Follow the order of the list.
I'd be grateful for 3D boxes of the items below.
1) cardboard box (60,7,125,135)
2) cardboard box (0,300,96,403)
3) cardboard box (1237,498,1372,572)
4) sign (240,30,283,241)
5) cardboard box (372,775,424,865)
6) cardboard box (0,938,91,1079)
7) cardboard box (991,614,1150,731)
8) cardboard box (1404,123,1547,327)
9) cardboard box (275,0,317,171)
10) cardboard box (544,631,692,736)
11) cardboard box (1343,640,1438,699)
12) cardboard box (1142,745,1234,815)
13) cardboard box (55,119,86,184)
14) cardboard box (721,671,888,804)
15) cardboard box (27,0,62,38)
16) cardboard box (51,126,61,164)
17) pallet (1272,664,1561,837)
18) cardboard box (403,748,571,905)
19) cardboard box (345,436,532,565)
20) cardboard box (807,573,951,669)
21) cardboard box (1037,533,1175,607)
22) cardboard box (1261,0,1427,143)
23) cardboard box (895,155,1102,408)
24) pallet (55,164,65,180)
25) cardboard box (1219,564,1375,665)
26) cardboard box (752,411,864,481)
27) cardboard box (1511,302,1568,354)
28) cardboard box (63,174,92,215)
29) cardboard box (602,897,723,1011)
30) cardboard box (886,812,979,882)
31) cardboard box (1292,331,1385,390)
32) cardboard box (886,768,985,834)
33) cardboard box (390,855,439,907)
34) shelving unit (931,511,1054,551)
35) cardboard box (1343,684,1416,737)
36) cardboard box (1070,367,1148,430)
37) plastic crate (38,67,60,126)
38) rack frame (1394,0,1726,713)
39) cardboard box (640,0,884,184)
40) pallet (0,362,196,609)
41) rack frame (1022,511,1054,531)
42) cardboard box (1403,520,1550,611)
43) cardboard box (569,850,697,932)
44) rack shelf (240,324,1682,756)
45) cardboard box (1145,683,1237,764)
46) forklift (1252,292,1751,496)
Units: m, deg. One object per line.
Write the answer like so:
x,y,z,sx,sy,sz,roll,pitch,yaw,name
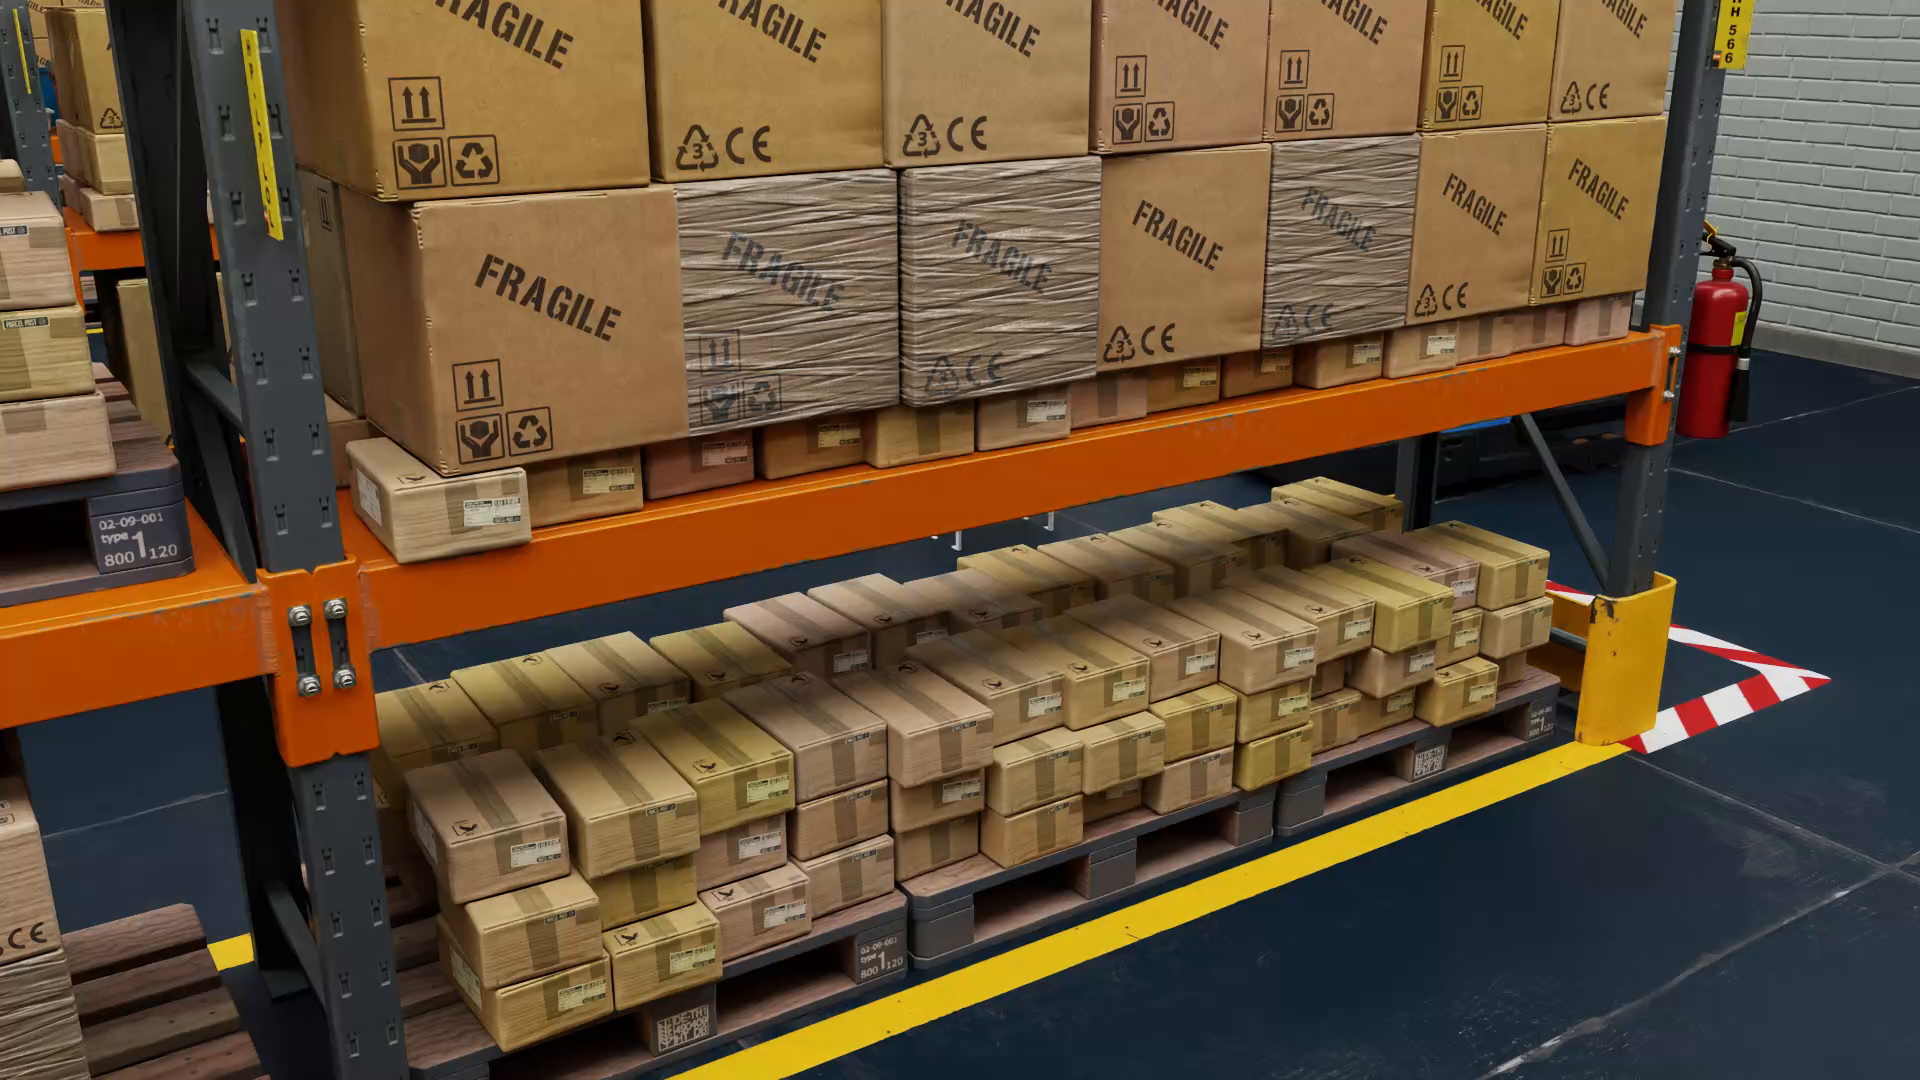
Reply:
-3.536,-2.036,7.183,0.500,0.500,0.500,-12,22,-31,cardboard box
-1.657,-0.349,2.865,0.250,0.149,0.380,-11,22,-30,cardboard box
1.119,-0.003,5.438,0.250,0.149,0.380,-11,22,-30,cardboard box
-1.125,-0.651,2.680,0.005,0.325,0.100,-12,22,-31,sign
-1.345,0.619,4.060,0.250,0.149,0.380,-11,22,-30,cardboard box
-1.913,0.932,3.051,0.500,0.500,0.500,-12,22,-32,cardboard box
0.287,0.345,4.407,0.250,0.149,0.380,-12,22,-31,cardboard box
1.240,-0.906,4.621,0.500,0.500,0.500,-12,22,-32,cardboard box
-1.190,-1.068,3.538,0.500,0.500,0.500,-13,23,-33,cardboard box
-0.884,0.385,4.288,0.250,0.149,0.380,-12,22,-32,cardboard box
1.190,0.317,4.956,0.250,0.149,0.380,-13,23,-34,cardboard box
0.538,0.592,4.606,0.250,0.149,0.380,-11,22,-30,cardboard box
-3.853,-1.813,7.694,0.500,0.250,0.500,-12,22,-32,cardboard box
-0.380,0.471,4.034,0.250,0.149,0.380,-13,22,-33,cardboard box
-8.543,-4.865,15.236,0.500,0.500,0.500,-13,22,-33,cardboard box
-11.147,-4.777,19.938,0.500,0.500,0.700,-12,22,-32,cardboard box
1.146,0.513,5.399,1.213,0.211,1.003,-12,22,-31,pallet
-1.032,0.614,3.613,0.250,0.149,0.380,-11,22,-29,cardboard box
-1.017,-0.094,3.232,0.250,0.149,0.380,-11,22,-29,cardboard box
-0.231,0.237,4.726,0.250,0.149,0.380,-13,23,-33,cardboard box
0.439,0.119,5.077,0.250,0.149,0.380,-11,22,-29,cardboard box
0.809,-1.287,4.186,0.500,0.500,0.500,-11,21,-29,cardboard box
-0.032,-0.627,3.795,0.500,0.500,0.500,-12,22,-33,cardboard box
-10.552,-4.578,20.457,1.213,0.211,1.003,-12,22,-31,pallet
0.965,0.213,4.799,0.250,0.149,0.380,-13,23,-34,cardboard box
-0.418,-0.267,3.743,0.250,0.149,0.380,-13,23,-34,cardboard box
1.562,-0.670,4.934,0.250,0.149,0.380,-12,22,-31,cardboard box
-4.003,-1.618,7.738,0.250,0.149,0.380,-12,22,-31,cardboard box
-0.730,0.876,3.766,0.250,0.149,0.380,-11,22,-30,cardboard box
-0.161,0.703,4.277,0.250,0.149,0.380,-13,23,-34,cardboard box
0.924,-0.532,4.526,0.250,0.149,0.380,-13,23,-34,cardboard box
-0.139,0.572,4.202,0.250,0.149,0.380,-11,21,-29,cardboard box
-1.293,0.741,4.166,0.250,0.149,0.380,-12,22,-31,cardboard box
0.138,-0.598,7.139,0.503,1.200,0.258,-12,22,-31,shelving unit
1.155,0.441,5.054,0.250,0.149,0.380,-12,22,-32,cardboard box
0.255,-0.399,4.133,0.250,0.149,0.380,-11,22,-29,cardboard box
-6.599,-3.114,11.705,0.575,0.384,0.392,-12,22,-31,plastic crate
1.907,-0.955,5.387,0.127,3.000,1.000,-12,22,-31,rack frame
-0.498,-1.022,3.404,0.500,0.500,0.500,-13,22,-33,cardboard box
-2.152,-0.064,3.051,1.213,0.211,1.003,-12,22,-31,pallet
0.342,-0.641,7.266,0.015,1.200,0.240,-12,22,-31,rack frame
1.604,0.075,5.205,0.250,0.149,0.380,-12,22,-31,cardboard box
-0.793,0.713,3.783,0.250,0.149,0.380,-12,22,-31,cardboard box
0.237,-0.262,4.460,4.000,0.370,1.077,-12,22,-31,rack shelf
0.541,0.451,4.557,0.250,0.149,0.380,-11,21,-29,cardboard box
2.777,-1.863,8.178,3.031,2.935,1.130,-10,21,-26,forklift
